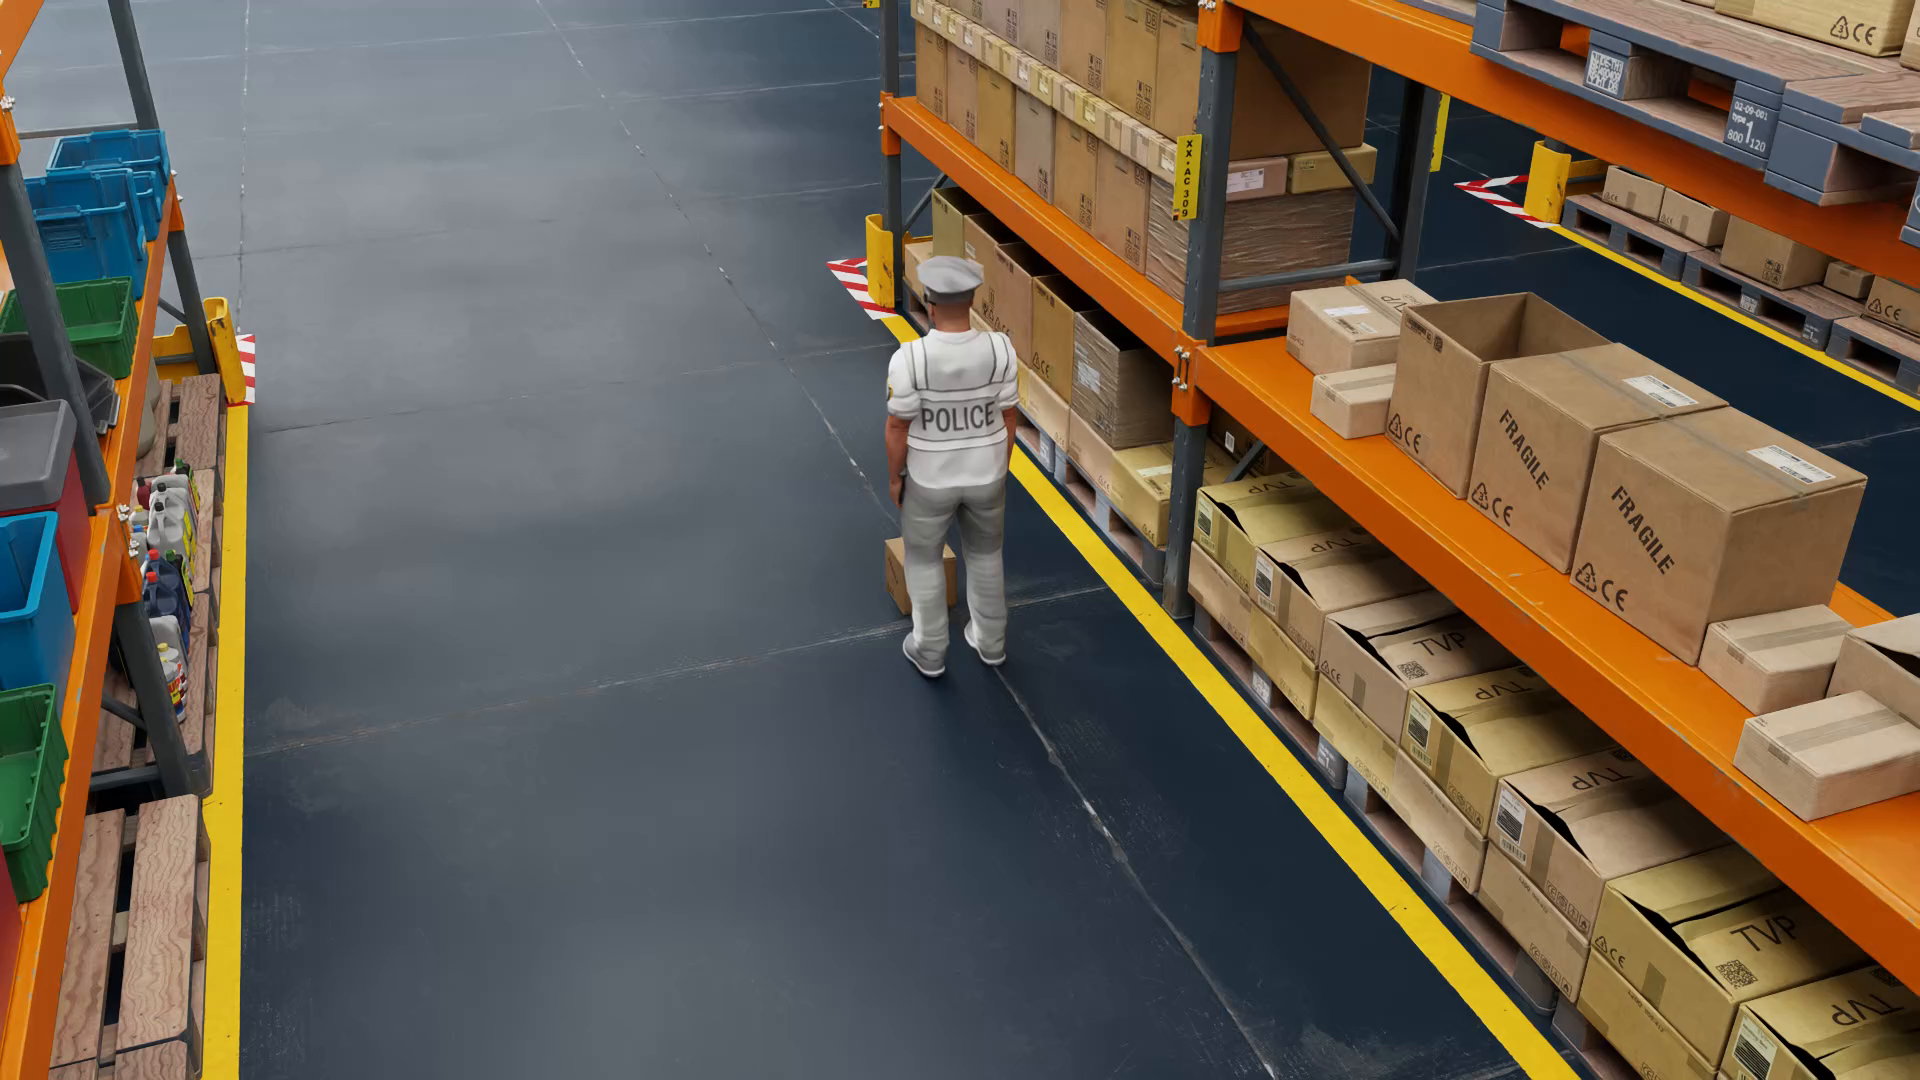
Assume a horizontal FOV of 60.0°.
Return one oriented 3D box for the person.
[{"bbox_3d":[-0.043,-0.268,6.605,0.527,1.748,0.393,-8,31,-14],"label":"person"}]
